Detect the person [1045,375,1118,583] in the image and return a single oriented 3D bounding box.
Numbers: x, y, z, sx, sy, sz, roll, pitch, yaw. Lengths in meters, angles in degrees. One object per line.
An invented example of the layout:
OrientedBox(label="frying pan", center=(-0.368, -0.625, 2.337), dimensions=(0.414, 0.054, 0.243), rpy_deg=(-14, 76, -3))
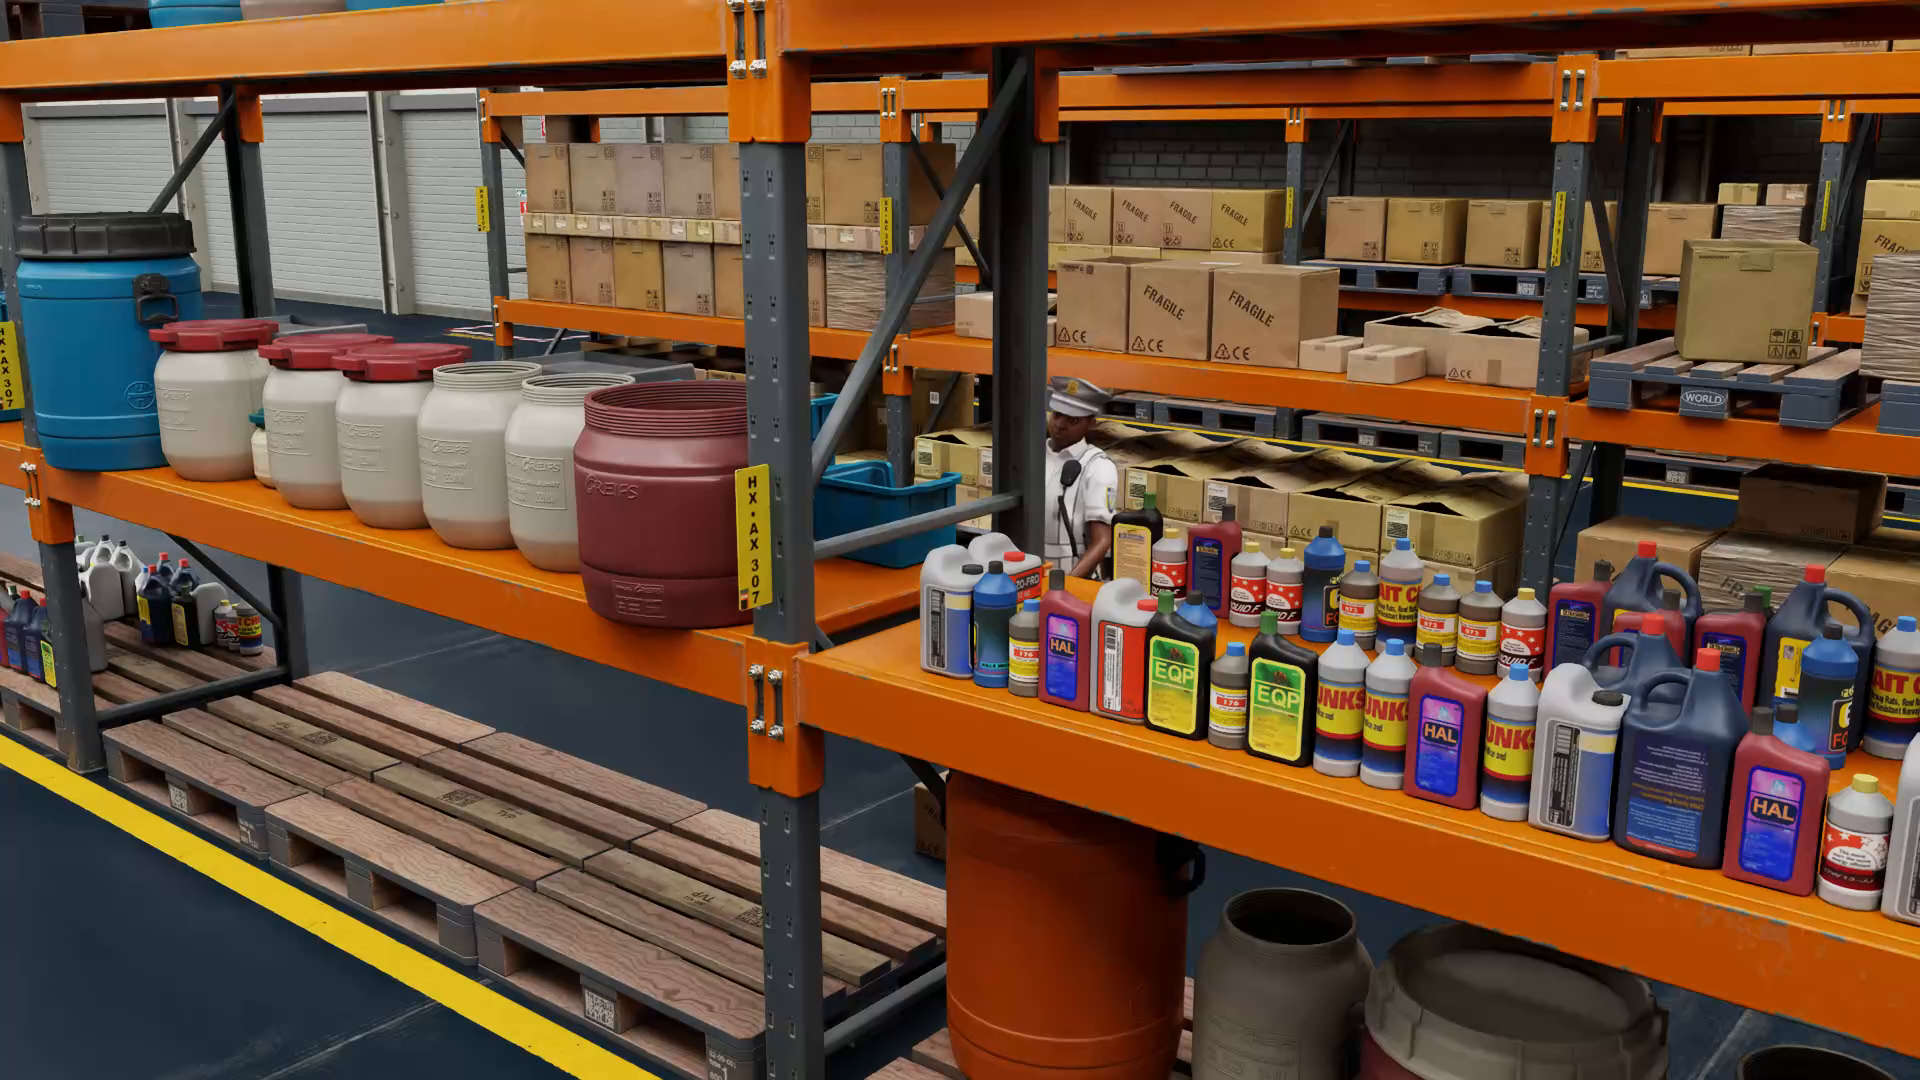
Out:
OrientedBox(label="person", center=(0.282, 0.220, 6.067), dimensions=(0.525, 1.624, 0.789), rpy_deg=(8, 16, 31))
